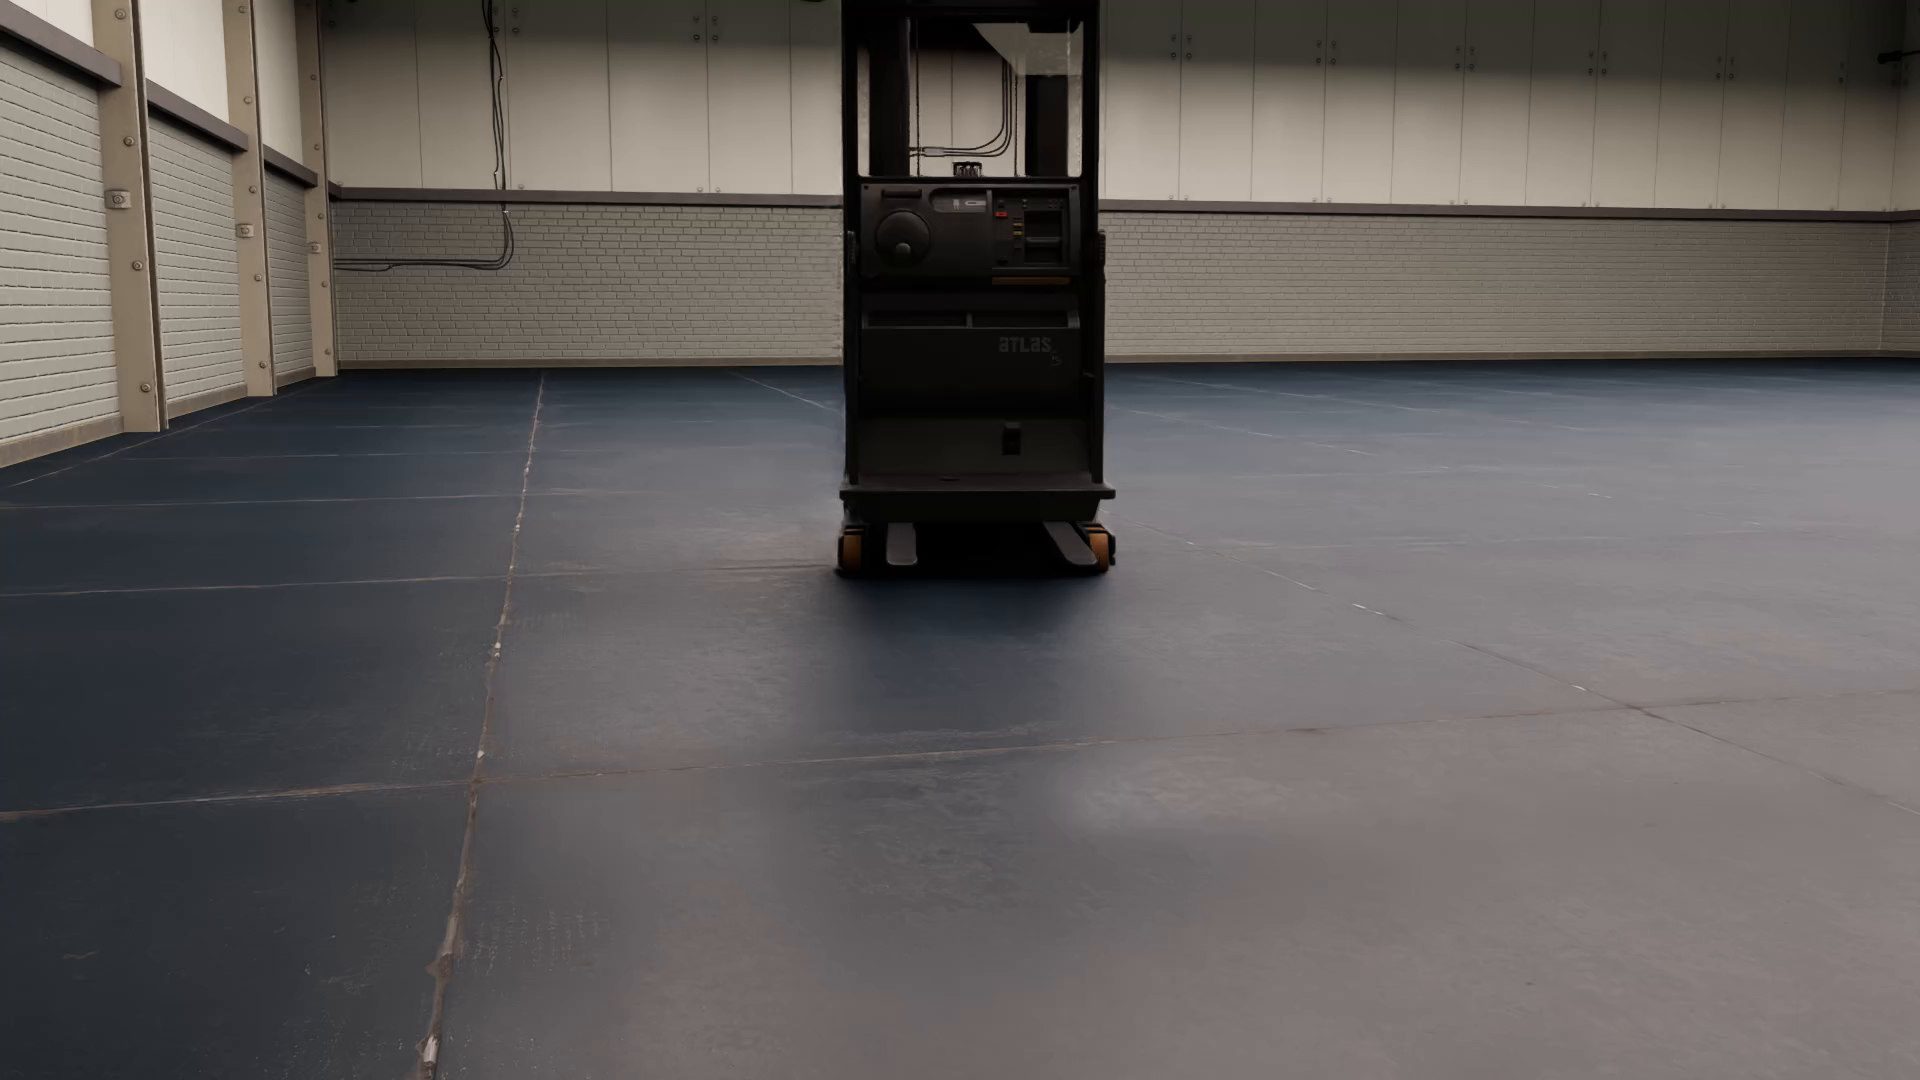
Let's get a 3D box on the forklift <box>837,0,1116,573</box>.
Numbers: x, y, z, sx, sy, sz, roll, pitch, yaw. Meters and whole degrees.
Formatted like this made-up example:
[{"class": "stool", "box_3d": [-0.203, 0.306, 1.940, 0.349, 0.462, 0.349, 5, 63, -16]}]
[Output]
[{"class": "forklift", "box_3d": [0.054, -1.358, 6.837, 1.130, 2.935, 3.031, 0, 8, -2]}]
